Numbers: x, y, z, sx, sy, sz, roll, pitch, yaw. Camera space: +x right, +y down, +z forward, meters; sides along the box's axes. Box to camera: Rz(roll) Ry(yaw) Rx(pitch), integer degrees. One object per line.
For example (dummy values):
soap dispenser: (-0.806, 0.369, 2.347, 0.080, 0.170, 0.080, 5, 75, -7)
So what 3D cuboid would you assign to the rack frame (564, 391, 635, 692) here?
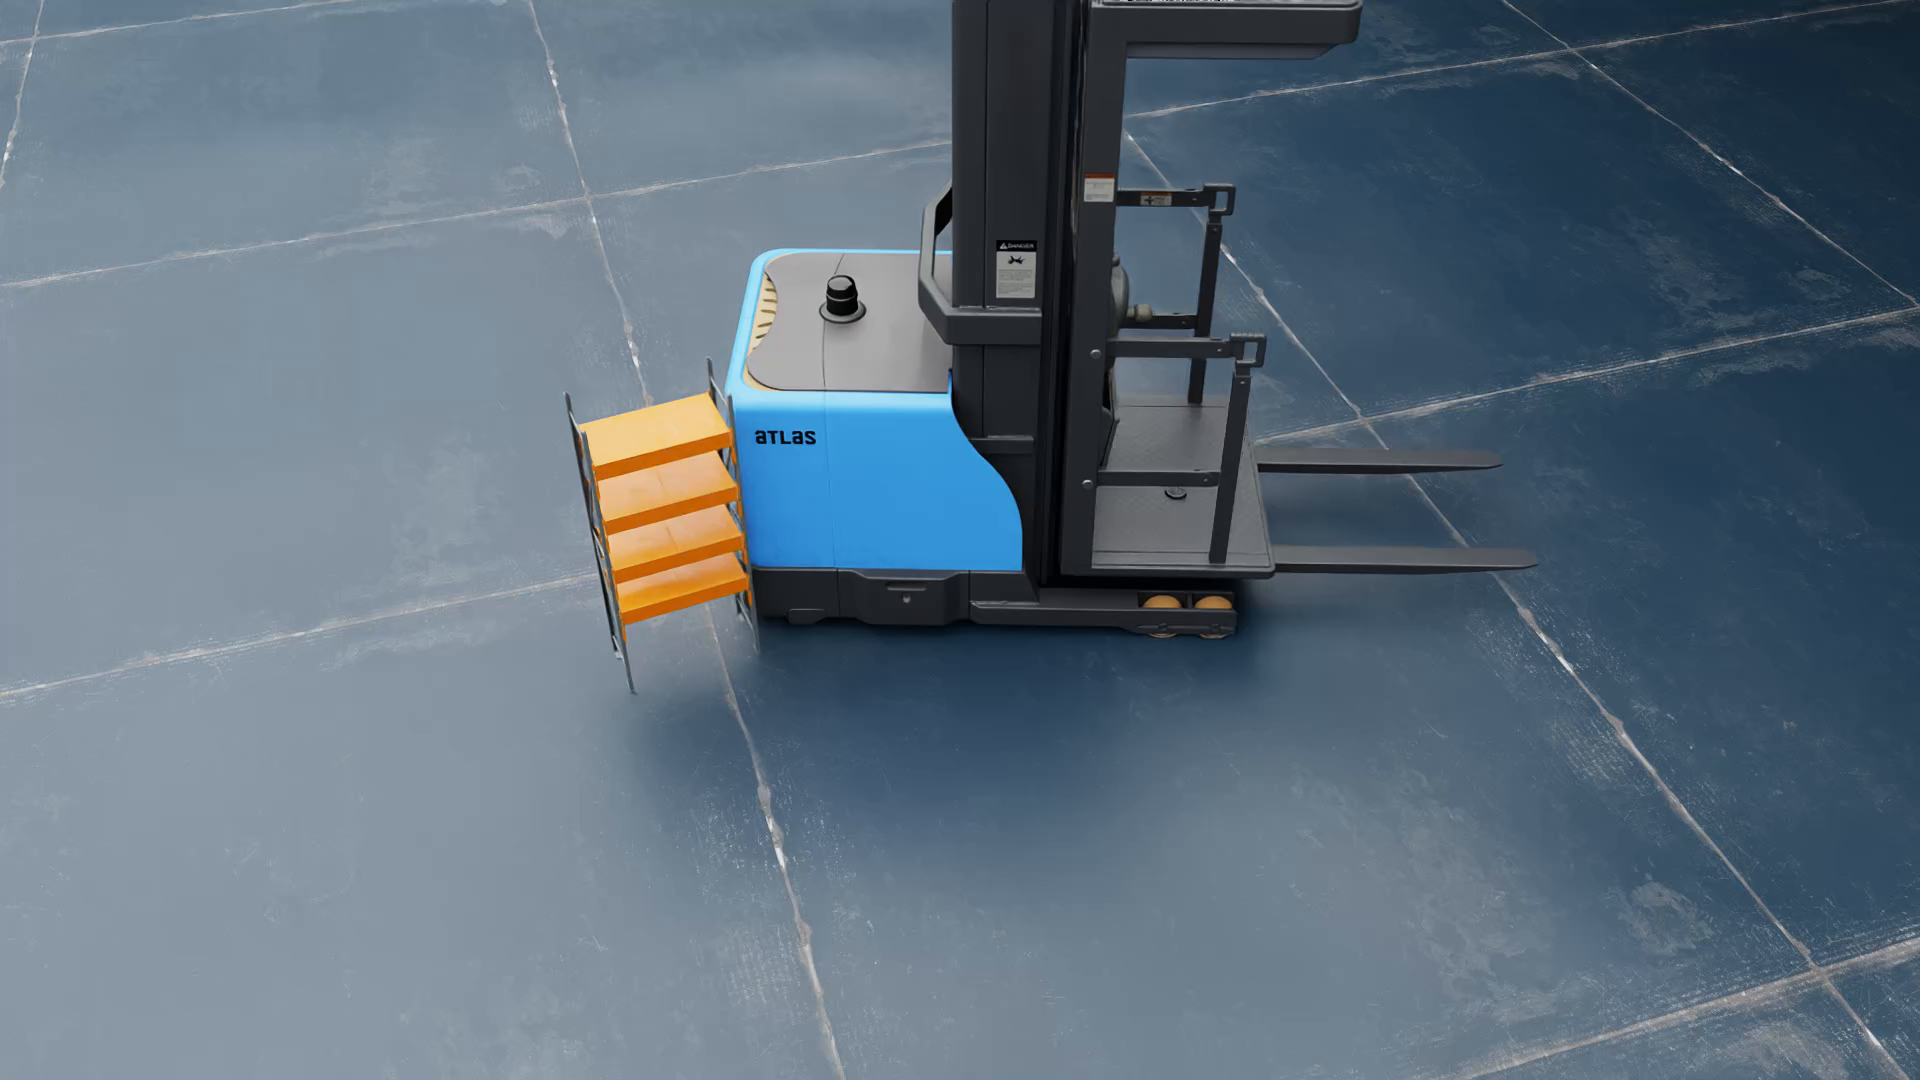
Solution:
rack frame: (-1.252, 0.035, 5.798, 0.015, 1.200, 0.240, -16, 44, -18)

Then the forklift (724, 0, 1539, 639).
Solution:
forklift: (0.692, -1.085, 5.764, 3.031, 2.935, 1.130, 1, 41, 1)

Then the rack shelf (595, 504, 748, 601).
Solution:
rack shelf: (-1.029, 0.020, 5.917, 0.480, 0.148, 0.258, -16, 44, -18)

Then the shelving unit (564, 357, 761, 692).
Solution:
shelving unit: (-1.029, -0.030, 5.873, 0.503, 1.200, 0.258, -16, 44, -18)

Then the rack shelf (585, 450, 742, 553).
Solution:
rack shelf: (-1.029, -0.148, 5.770, 0.480, 0.148, 0.258, -16, 44, -18)

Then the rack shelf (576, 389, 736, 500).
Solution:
rack shelf: (-1.029, -0.326, 5.614, 0.480, 0.148, 0.258, -16, 44, -18)

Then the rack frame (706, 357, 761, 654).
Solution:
rack frame: (-0.806, -0.096, 5.948, 0.015, 1.200, 0.240, -16, 44, -18)

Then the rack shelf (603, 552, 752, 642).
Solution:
rack shelf: (-1.029, 0.170, 6.048, 0.480, 0.148, 0.258, -16, 44, -18)
